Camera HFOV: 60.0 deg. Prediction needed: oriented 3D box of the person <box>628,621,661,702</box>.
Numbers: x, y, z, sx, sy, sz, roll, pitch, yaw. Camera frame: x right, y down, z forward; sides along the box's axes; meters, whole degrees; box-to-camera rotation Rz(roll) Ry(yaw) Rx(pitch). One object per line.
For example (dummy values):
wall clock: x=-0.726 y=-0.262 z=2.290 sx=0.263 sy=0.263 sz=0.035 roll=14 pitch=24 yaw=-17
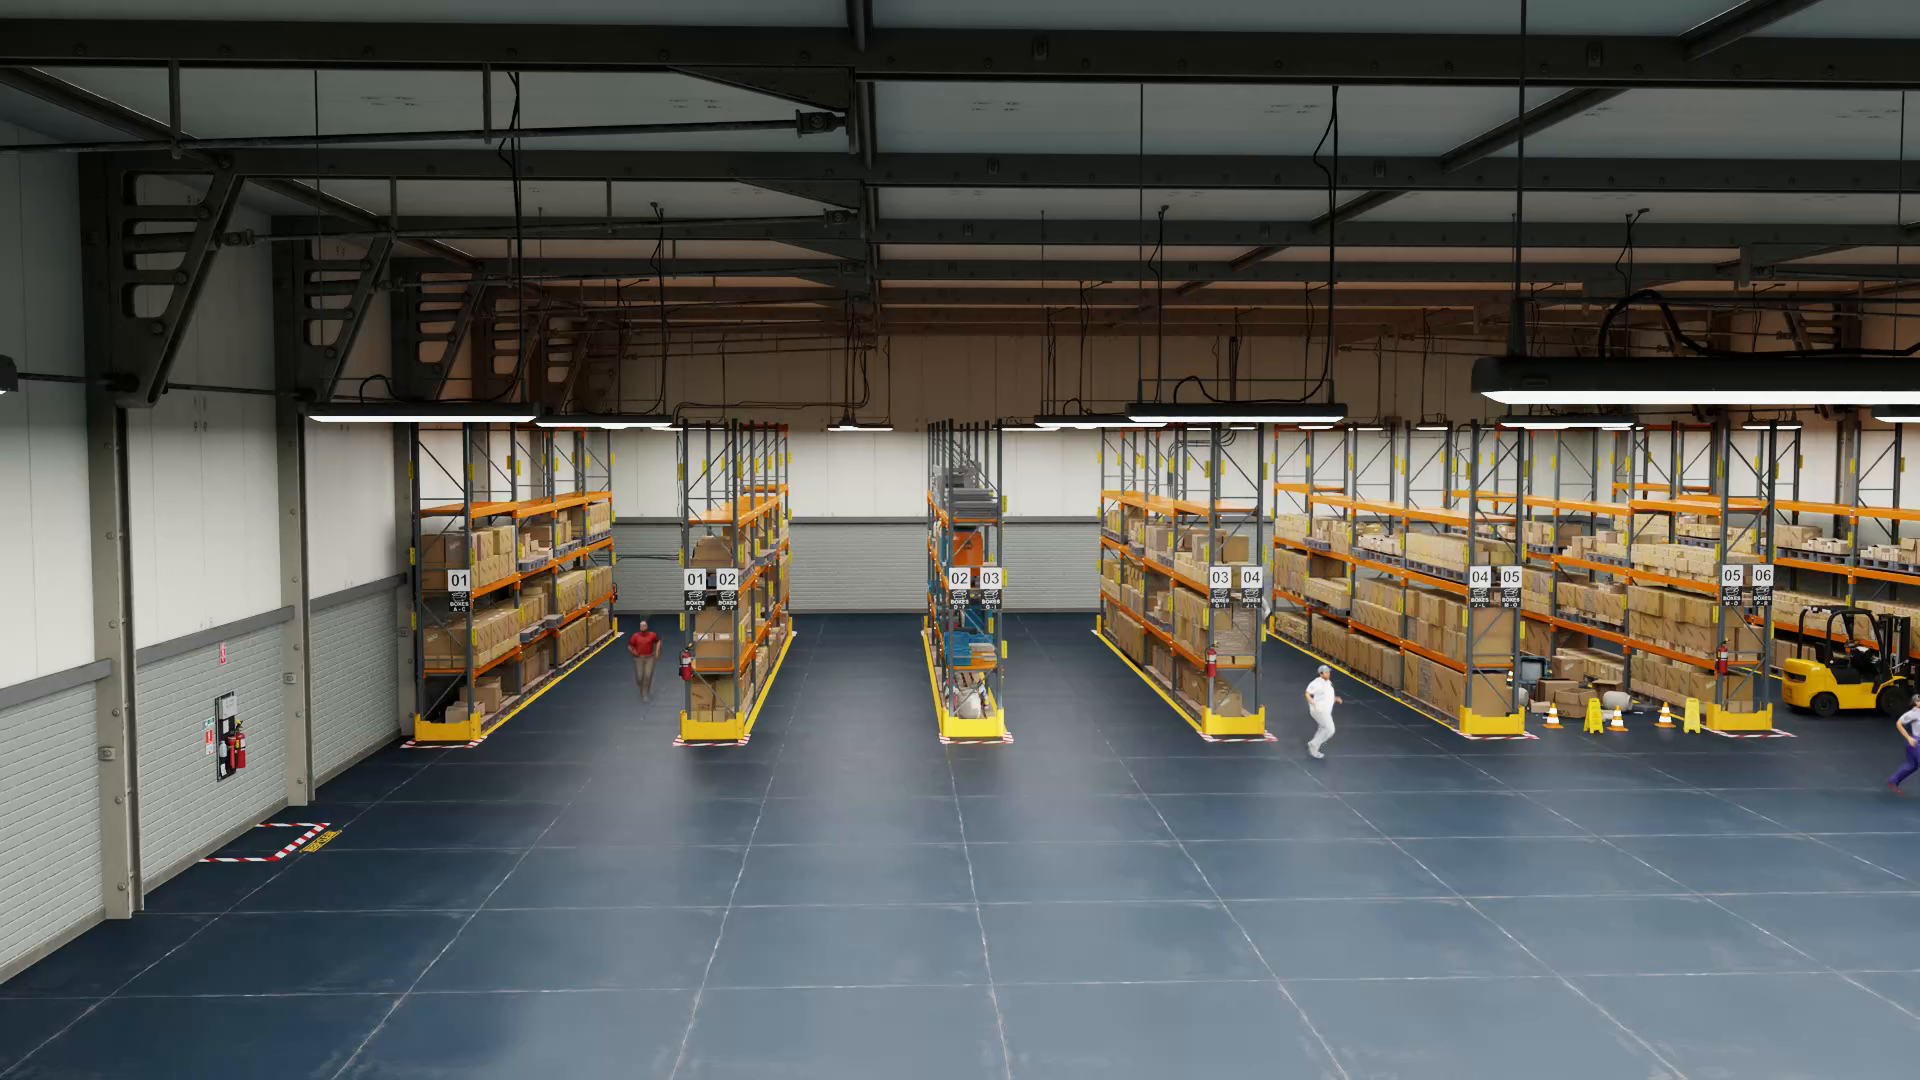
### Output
person: x=-6.770 y=2.584 z=35.690 sx=0.678 sy=1.693 sz=0.992 roll=-1 pitch=4 yaw=-10

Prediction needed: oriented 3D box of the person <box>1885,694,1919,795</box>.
person: x=14.889 y=3.230 z=25.877 sx=0.878 sy=1.678 sz=0.594 roll=3 pitch=5 yaw=40

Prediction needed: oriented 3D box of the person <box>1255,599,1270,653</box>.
person: x=7.829 y=2.100 z=43.703 sx=0.632 sy=1.694 sz=0.819 roll=0 pitch=4 yaw=5

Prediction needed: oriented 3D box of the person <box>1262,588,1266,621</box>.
person: x=8.637 y=1.830 z=48.530 sx=0.808 sy=1.630 sz=0.611 roll=-2 pitch=4 yaw=-26

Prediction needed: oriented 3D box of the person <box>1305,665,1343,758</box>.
person: x=6.435 y=3.021 z=29.346 sx=0.592 sy=1.633 sz=0.586 roll=2 pitch=4 yaw=34
